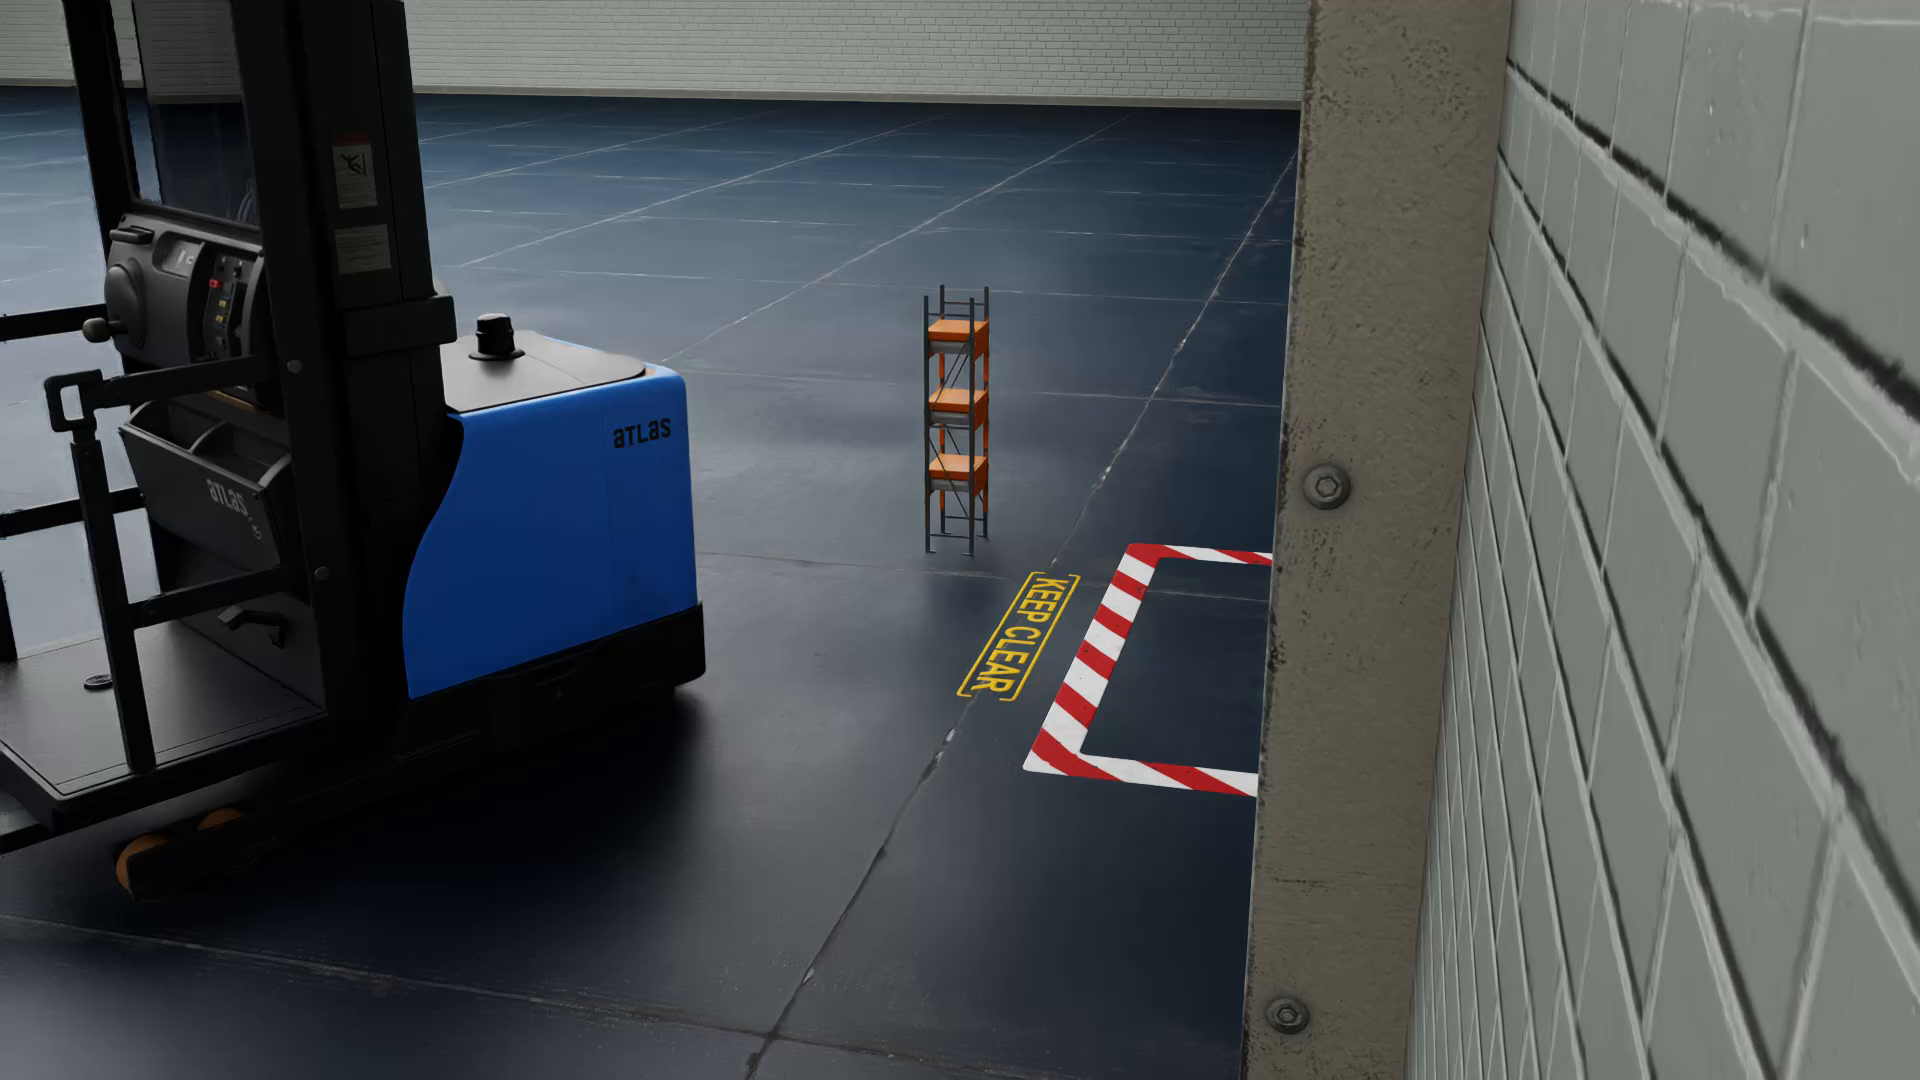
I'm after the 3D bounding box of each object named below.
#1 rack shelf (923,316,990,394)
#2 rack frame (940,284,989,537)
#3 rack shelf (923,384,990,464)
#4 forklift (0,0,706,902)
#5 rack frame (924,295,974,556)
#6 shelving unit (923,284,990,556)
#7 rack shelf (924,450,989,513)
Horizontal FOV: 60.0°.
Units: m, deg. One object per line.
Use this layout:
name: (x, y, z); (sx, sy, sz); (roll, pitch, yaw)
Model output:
rack shelf: (-0.013, -0.739, 6.605); (0.215, 0.259, 0.240); (5, 19, 13)
rack frame: (0.017, -0.518, 6.805); (0.200, 1.050, 0.008); (5, 19, 13)
rack shelf: (-0.013, -0.470, 6.696); (0.215, 0.259, 0.240); (5, 19, 13)
forklift: (-2.214, -0.655, 4.295); (1.130, 2.935, 3.031); (17, 25, 41)
rack frame: (-0.043, -0.442, 6.581); (0.200, 1.050, 0.008); (5, 19, 13)
shelving unit: (-0.013, -0.480, 6.693); (0.215, 1.050, 0.252); (5, 19, 13)
rack shelf: (-0.013, -0.207, 6.786); (0.215, 0.259, 0.240); (5, 19, 13)
